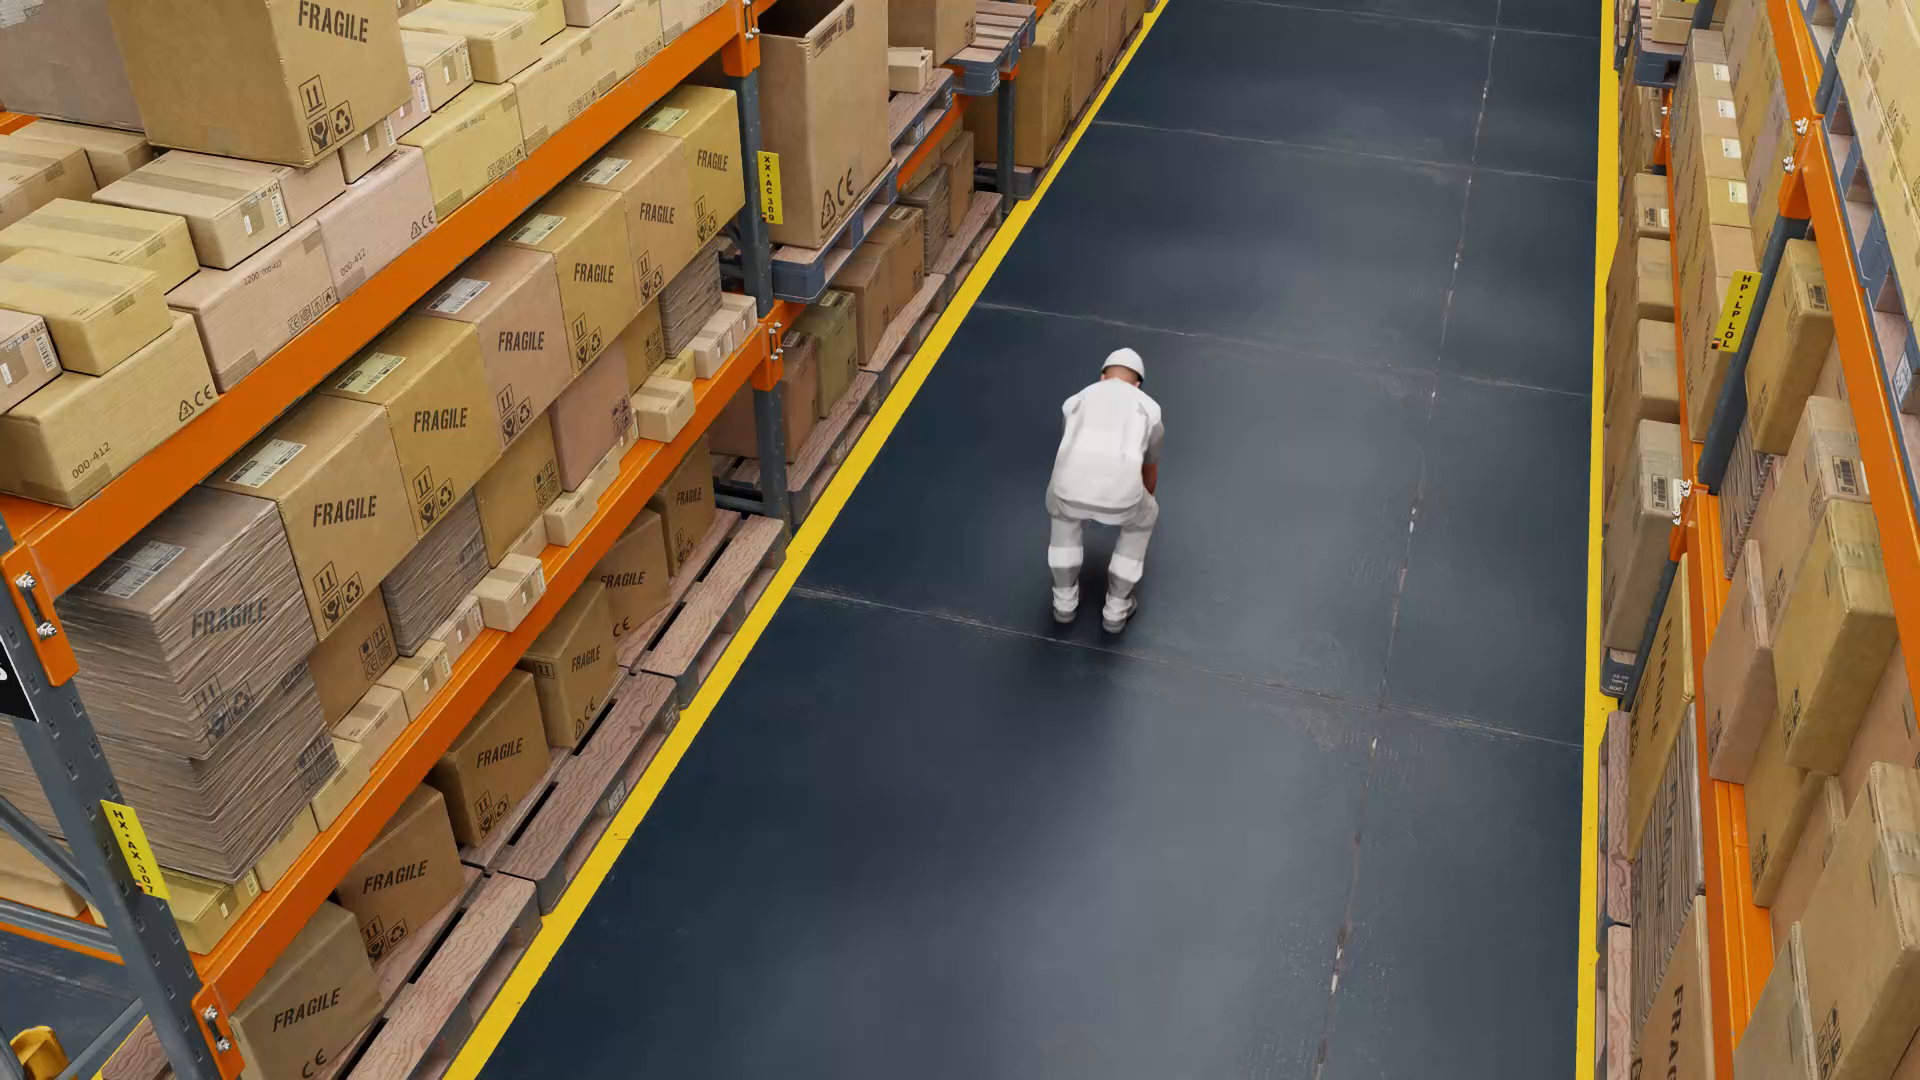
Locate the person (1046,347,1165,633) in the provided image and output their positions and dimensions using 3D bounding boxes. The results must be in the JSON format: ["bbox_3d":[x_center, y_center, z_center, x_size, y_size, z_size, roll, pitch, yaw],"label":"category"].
[{"bbox_3d":[0.679,-0.218,7.728,0.524,1.112,0.954,9,38,12],"label":"person"}]
